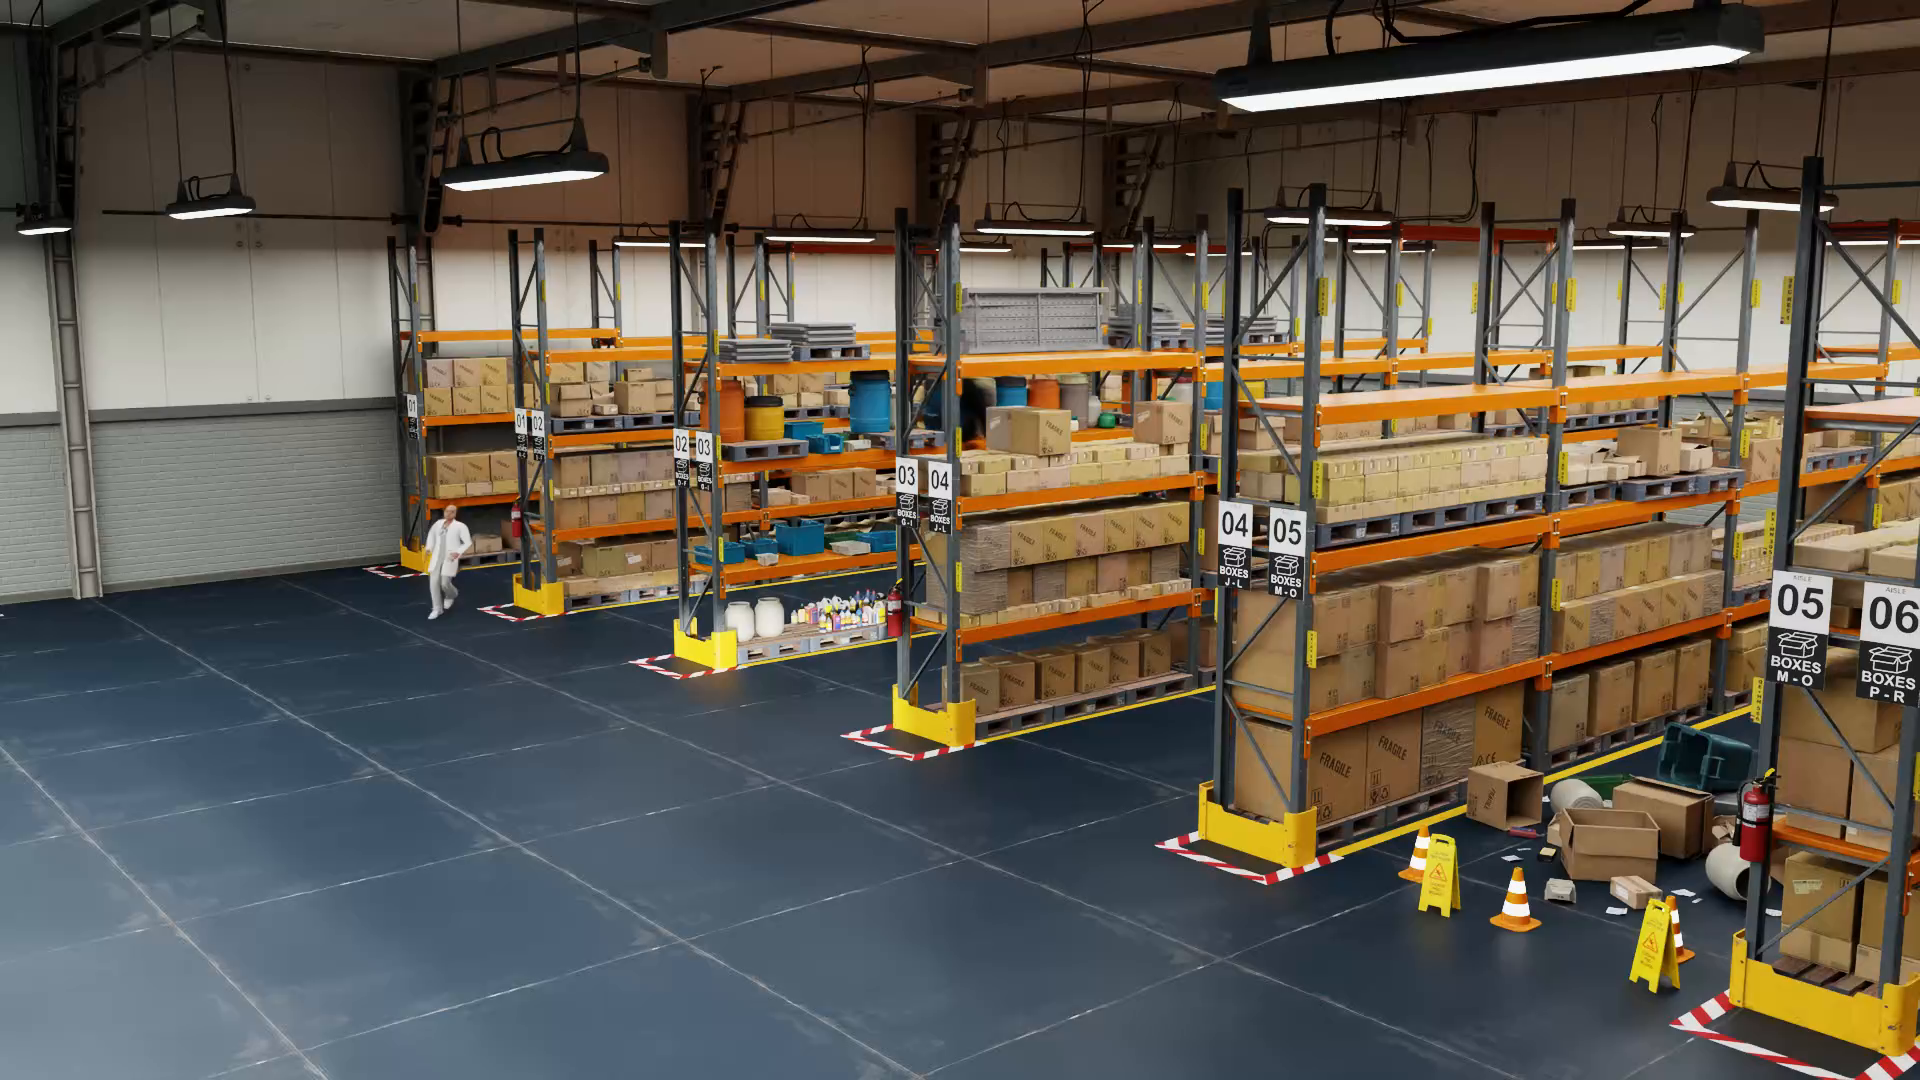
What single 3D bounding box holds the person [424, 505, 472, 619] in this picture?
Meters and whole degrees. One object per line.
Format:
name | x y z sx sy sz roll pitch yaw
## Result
person | -8.045 0.427 26.086 0.765 1.547 0.767 1 9 9
